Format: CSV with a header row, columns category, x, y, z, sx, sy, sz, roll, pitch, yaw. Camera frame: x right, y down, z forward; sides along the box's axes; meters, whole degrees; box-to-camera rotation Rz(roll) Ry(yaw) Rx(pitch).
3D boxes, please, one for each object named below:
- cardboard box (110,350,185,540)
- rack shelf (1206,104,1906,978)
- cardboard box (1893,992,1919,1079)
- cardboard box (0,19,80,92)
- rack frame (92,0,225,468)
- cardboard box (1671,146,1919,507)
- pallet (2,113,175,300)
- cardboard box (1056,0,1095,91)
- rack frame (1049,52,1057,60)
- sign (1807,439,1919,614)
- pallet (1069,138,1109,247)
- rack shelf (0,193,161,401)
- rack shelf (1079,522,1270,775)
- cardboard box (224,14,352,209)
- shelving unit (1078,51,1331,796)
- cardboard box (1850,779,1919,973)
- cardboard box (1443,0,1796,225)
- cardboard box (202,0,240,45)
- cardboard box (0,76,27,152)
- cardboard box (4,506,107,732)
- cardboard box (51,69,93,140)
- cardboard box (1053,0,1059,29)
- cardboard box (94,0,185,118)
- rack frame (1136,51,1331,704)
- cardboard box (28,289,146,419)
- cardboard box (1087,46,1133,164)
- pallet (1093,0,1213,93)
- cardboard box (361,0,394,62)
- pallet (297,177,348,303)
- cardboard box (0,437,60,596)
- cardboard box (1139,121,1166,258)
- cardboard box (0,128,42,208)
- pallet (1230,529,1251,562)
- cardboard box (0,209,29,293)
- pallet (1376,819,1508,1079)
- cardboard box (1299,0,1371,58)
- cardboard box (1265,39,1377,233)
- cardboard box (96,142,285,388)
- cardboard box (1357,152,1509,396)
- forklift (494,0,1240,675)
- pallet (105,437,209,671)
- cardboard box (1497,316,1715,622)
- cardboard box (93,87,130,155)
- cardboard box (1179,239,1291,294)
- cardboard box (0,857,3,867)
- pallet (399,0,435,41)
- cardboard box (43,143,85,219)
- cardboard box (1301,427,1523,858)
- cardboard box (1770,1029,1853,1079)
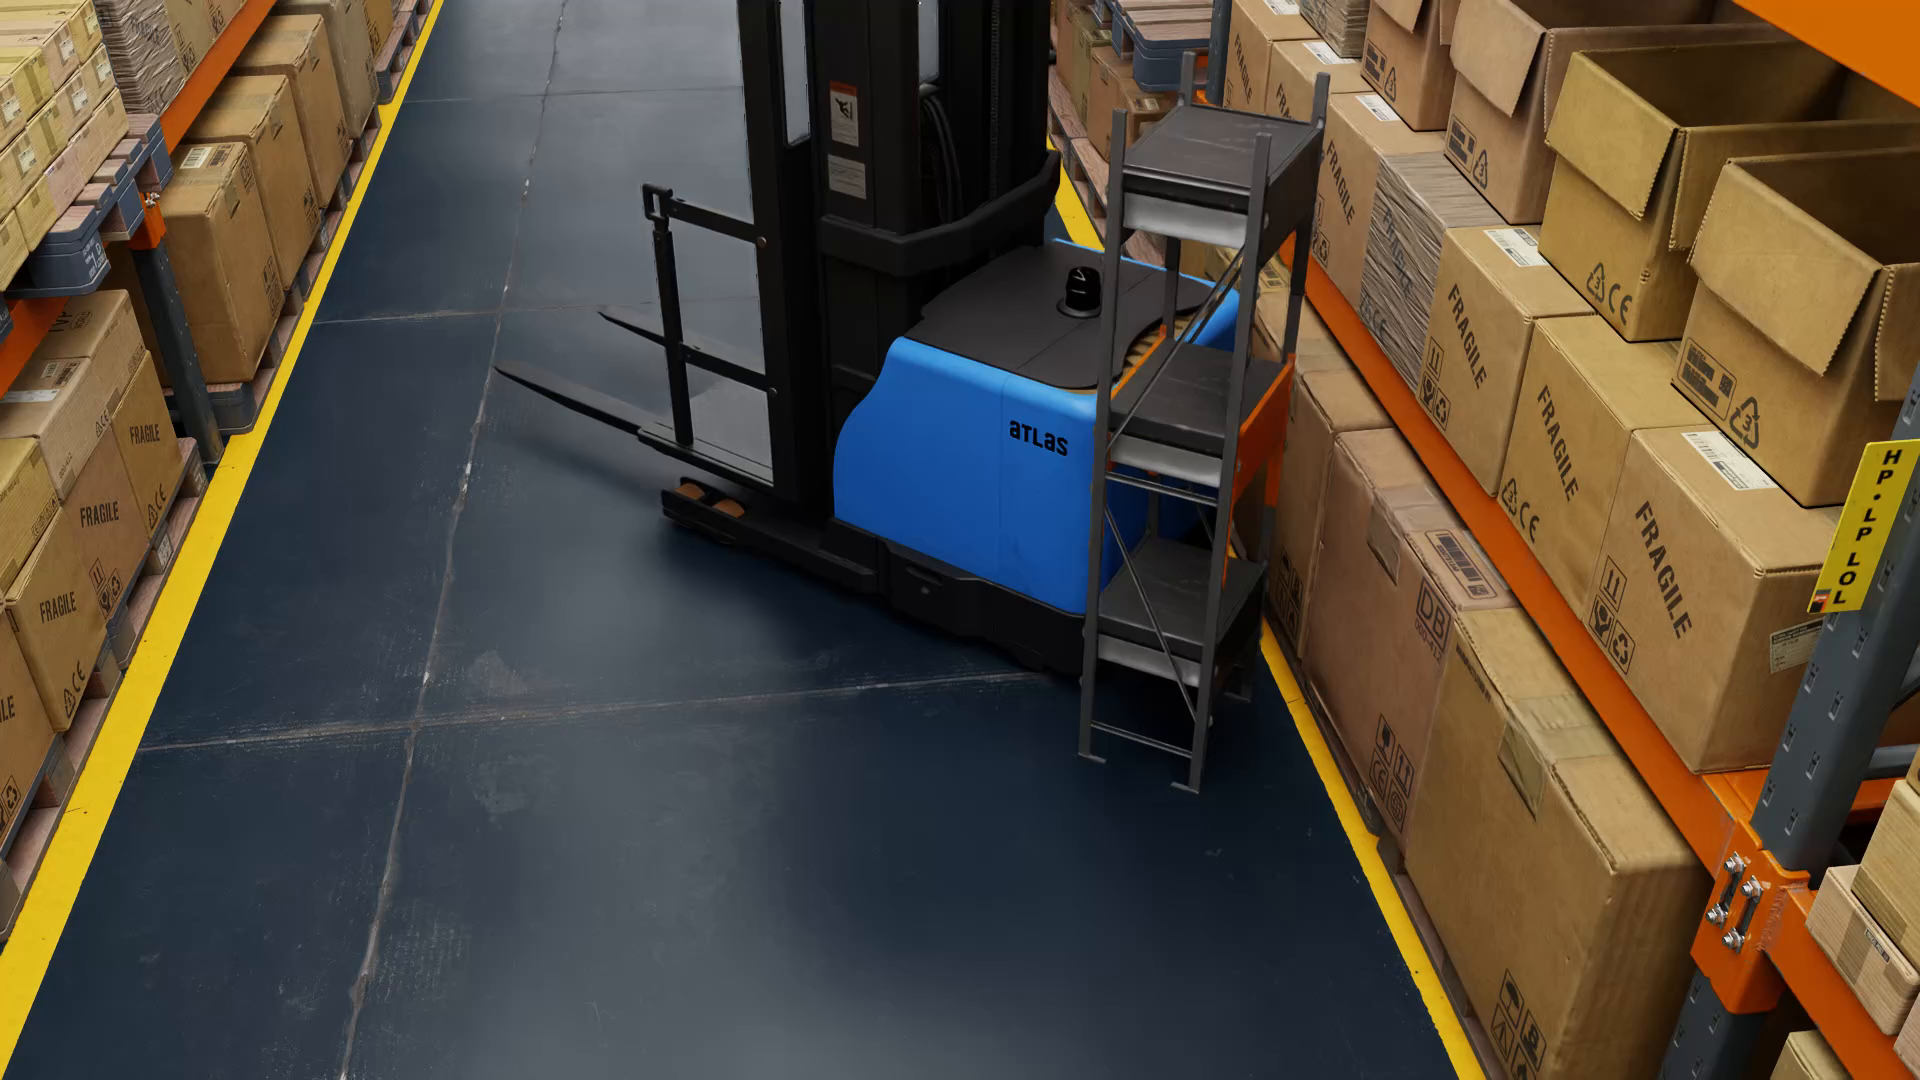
category,x,y,z,sx,sy,sz,roll,pitch,yaw
cardboard box,-3.137,-0.324,5.909,0.500,0.500,0.500,-5,35,-7
rack shelf,1.713,-0.437,4.867,1.077,0.370,4.000,-4,35,-6
cardboard box,1.728,0.822,2.603,0.380,0.149,0.250,-5,35,-8
cardboard box,-2.933,-1.468,5.062,0.380,0.149,0.250,-5,35,-7
rack frame,-3.484,-1.531,5.833,1.000,3.000,0.127,-4,35,-6
cardboard box,1.888,-0.430,3.238,0.797,0.503,0.637,-5,35,-8
pallet,-3.283,-1.062,5.315,1.213,0.211,1.003,-4,35,-6
cardboard box,0.967,-2.887,9.652,0.700,0.500,0.500,-7,35,-10
rack frame,0.906,-4.083,9.577,1.000,3.000,0.127,-4,35,-6
sign,1.446,-0.017,2.654,0.100,0.325,0.005,-4,35,-6
pallet,1.180,-1.814,8.724,1.003,0.211,1.213,-4,35,-6
rack shelf,-3.215,-0.118,4.398,1.077,0.370,4.000,-4,35,-6
rack shelf,0.665,0.330,5.168,0.431,0.518,0.480,16,37,22
cardboard box,-3.724,-2.129,8.335,1.050,0.750,0.750,-4,35,-6
shelving unit,0.665,-0.260,4.766,0.431,2.100,0.503,16,37,22
cardboard box,1.786,0.603,2.571,0.500,0.250,0.500,-5,35,-7
cardboard box,1.708,-1.159,4.308,0.797,0.503,0.637,-3,34,-5
cardboard box,-3.416,-2.408,7.032,0.500,0.500,0.500,-4,35,-6
cardboard box,-2.858,-1.173,4.629,0.380,0.149,0.250,-3,34,-5
cardboard box,-2.984,0.260,5.052,0.500,0.500,0.500,-6,35,-9
cardboard box,-2.929,-1.334,5.130,0.380,0.149,0.250,-3,34,-5
cardboard box,0.892,-3.449,10.495,0.500,0.500,0.500,-5,35,-8
cardboard box,-3.277,-1.843,6.203,0.500,0.500,0.500,-4,34,-6
rack frame,0.775,-0.383,4.946,0.400,2.100,0.015,16,37,22
cardboard box,-3.133,-0.620,5.677,0.500,0.250,0.500,-5,35,-8
cardboard box,1.088,-2.307,8.801,0.700,0.500,0.500,-7,35,-10
pallet,1.243,-2.161,6.927,1.213,0.211,1.003,-4,35,-6
cardboard box,-4.038,-3.415,10.111,0.875,0.875,0.875,-4,34,-6
pallet,-3.677,-1.504,8.269,1.003,0.211,1.213,-4,35,-6
cardboard box,-3.001,-0.054,4.847,0.500,0.250,0.500,-4,34,-5
cardboard box,1.247,-1.680,7.881,0.700,0.500,0.500,-7,35,-10
cardboard box,-2.858,-1.047,4.709,0.380,0.149,0.250,-4,35,-6
pallet,1.475,-0.252,6.433,1.003,0.211,1.213,-4,35,-6
cardboard box,-2.828,-0.789,4.594,0.380,0.149,0.250,-6,35,-8
pallet,1.804,1.109,4.435,1.003,0.211,1.213,-4,35,-6
cardboard box,1.526,-1.897,5.390,0.797,0.503,0.637,-3,34,-5
cardboard box,1.311,-1.312,5.423,0.500,0.500,0.500,-5,35,-8
cardboard box,-3.477,-1.122,6.857,1.050,0.750,0.750,-5,35,-7
cardboard box,1.449,-0.747,4.594,0.500,0.500,0.500,-4,35,-6
forklift,-0.514,-1.415,5.724,3.031,2.935,1.130,22,40,28
pallet,-3.381,0.057,5.978,1.003,0.211,1.213,-4,35,-6
cardboard box,1.589,-0.177,3.757,0.500,0.500,0.500,-3,34,-5
cardboard box,-2.963,-1.360,5.433,0.380,0.149,0.250,-4,34,-6
cardboard box,1.516,-0.759,6.214,1.225,0.875,0.875,-6,35,-9
cardboard box,-2.856,0.833,4.211,0.500,0.500,0.500,-3,34,-4
pallet,-4.215,-3.723,11.526,1.003,0.211,1.213,-4,35,-6
cardboard box,-2.896,-1.078,5.019,0.380,0.149,0.250,-4,34,-6
cardboard box,1.755,0.232,4.760,1.225,0.875,0.875,-6,35,-8
cardboard box,1.991,1.461,2.957,0.875,0.875,0.875,-4,35,-6
